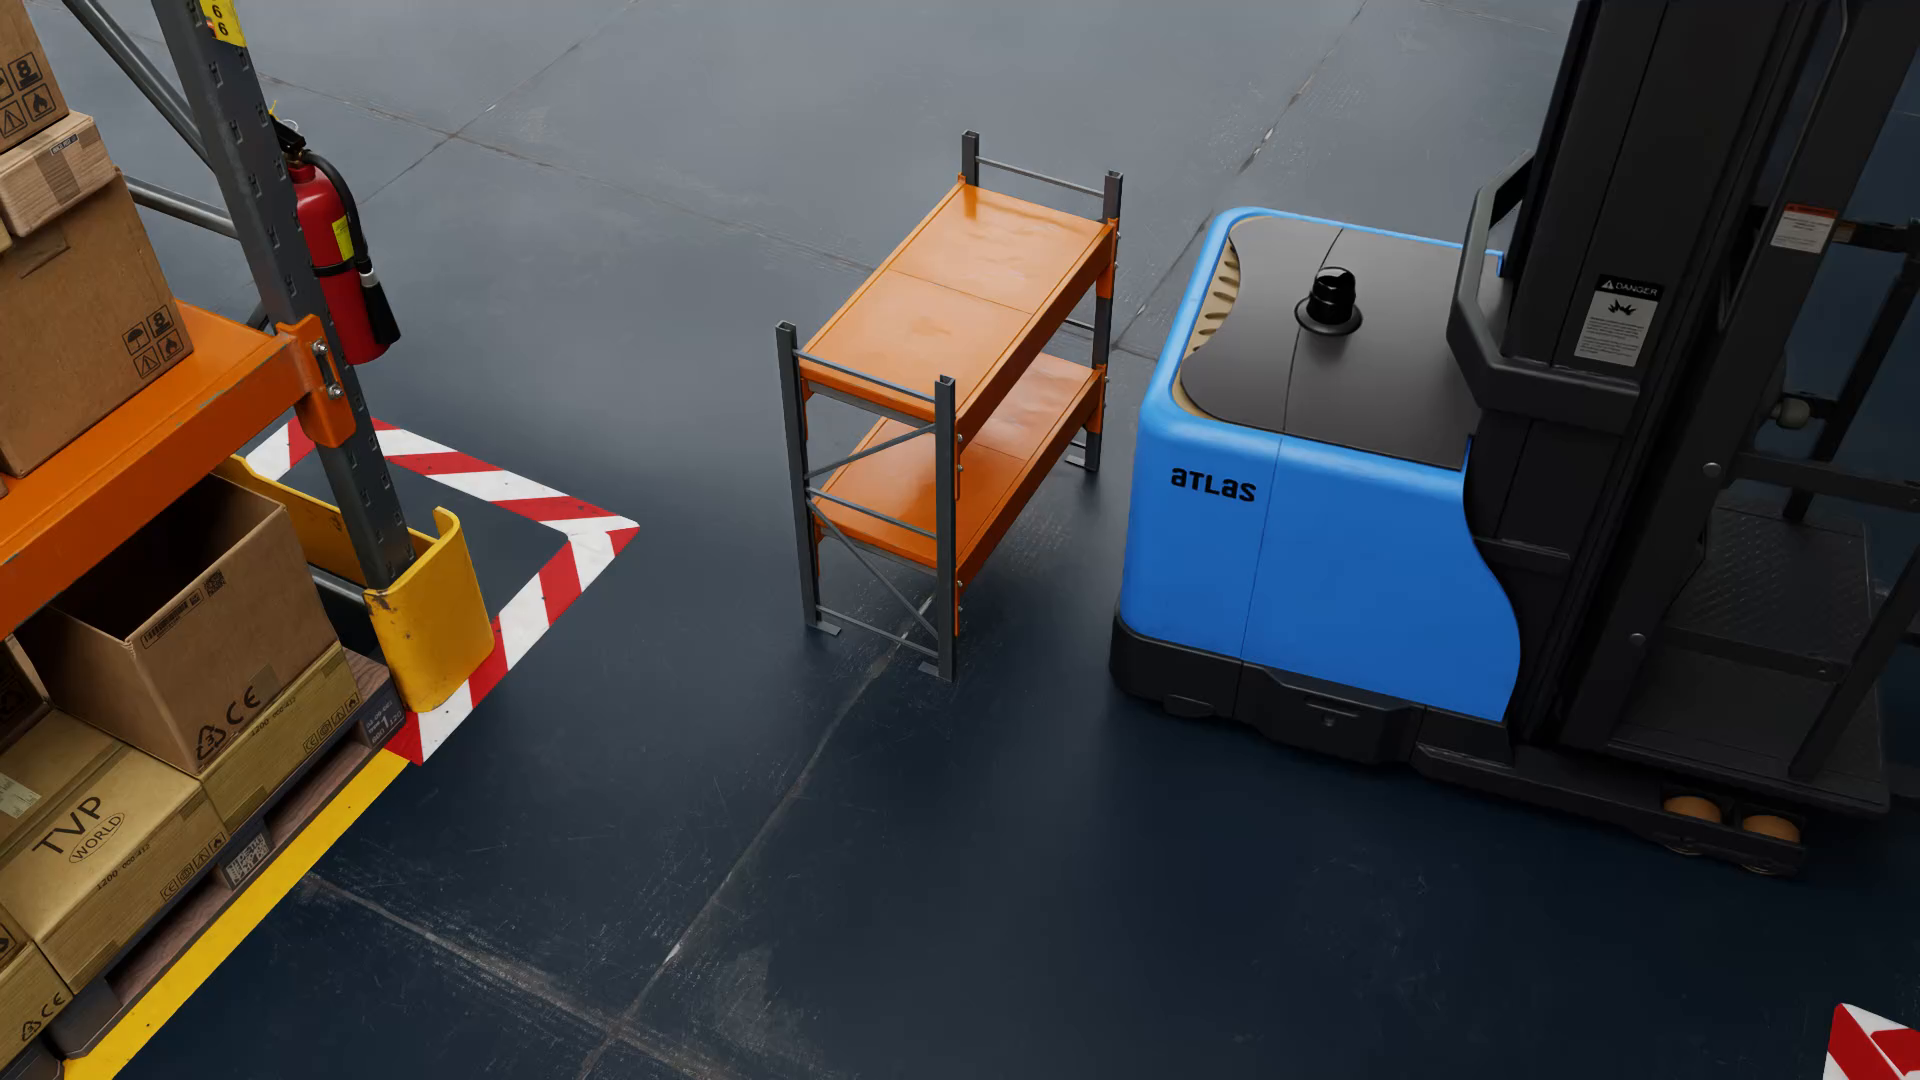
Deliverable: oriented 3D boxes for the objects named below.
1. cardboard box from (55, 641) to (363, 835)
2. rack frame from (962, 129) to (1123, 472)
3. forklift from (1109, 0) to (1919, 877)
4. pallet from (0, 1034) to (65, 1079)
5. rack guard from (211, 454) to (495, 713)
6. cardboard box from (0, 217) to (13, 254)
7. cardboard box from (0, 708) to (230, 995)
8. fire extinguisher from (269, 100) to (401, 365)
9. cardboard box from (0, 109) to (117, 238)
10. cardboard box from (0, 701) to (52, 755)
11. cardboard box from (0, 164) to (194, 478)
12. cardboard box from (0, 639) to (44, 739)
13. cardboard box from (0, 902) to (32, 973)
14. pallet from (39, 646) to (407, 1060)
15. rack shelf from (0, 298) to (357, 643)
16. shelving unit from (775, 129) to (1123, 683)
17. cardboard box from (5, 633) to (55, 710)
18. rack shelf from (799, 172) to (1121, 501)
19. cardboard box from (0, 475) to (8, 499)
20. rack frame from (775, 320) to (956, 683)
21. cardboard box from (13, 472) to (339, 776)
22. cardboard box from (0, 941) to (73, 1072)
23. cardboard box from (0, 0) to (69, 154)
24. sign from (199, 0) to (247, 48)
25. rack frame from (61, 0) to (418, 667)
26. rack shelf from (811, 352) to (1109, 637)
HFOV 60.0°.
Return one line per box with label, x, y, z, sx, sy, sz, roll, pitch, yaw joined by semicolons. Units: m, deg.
cardboard box;-1.954;0.426;4.358;0.500;0.250;0.500;20;49;19
rack frame;0.233;-0.711;5.162;0.500;1.125;0.032;20;49;19
forklift;2.004;-0.578;3.761;3.031;2.935;1.130;13;47;13
pallet;-2.852;1.413;3.705;1.003;0.211;1.213;20;49;19
rack guard;-1.956;0.035;4.864;1.175;0.500;0.348;20;49;19
cardboard box;-2.096;-0.623;3.230;0.380;0.149;0.250;22;49;20
cardboard box;-2.176;0.745;4.043;0.500;0.250;0.500;20;49;19
fire extinguisher;-1.501;-0.723;3.910;0.296;0.674;0.183;20;49;19
cardboard box;-1.976;-0.788;3.394;0.380;0.149;0.250;20;49;18
cardboard box;-2.642;0.571;4.215;0.500;0.250;0.500;20;49;19
cardboard box;-2.195;-0.574;3.638;0.700;0.500;0.500;20;49;19
cardboard box;-2.643;0.307;3.949;0.500;0.500;0.500;20;49;19
cardboard box;-2.404;0.798;3.463;0.500;0.500;0.500;20;49;19
pallet;-2.285;0.647;4.462;1.003;0.211;1.213;20;49;19
rack shelf;-2.895;0.684;2.971;1.077;0.370;4.000;20;49;19
shelving unit;-0.003;-0.391;4.846;0.538;1.125;1.048;20;49;19
cardboard box;-2.413;0.255;4.527;0.500;0.250;0.500;20;49;19
rack shelf;-0.003;-0.597;4.638;0.538;0.278;1.000;20;49;19
cardboard box;-2.435;-0.241;3.309;0.700;0.500;0.500;22;49;20
rack frame;-0.239;-0.071;4.529;0.500;1.125;0.032;20;49;19
cardboard box;-1.952;0.163;4.091;0.500;0.500;0.500;20;49;19
cardboard box;-2.406;1.060;3.731;0.500;0.250;0.500;20;49;19
cardboard box;-2.220;-0.997;3.144;0.700;0.500;0.500;21;49;19
sign;-1.493;-1.131;3.278;0.100;0.325;0.005;20;49;19
rack frame;-1.967;-0.829;3.960;1.000;3.000;0.127;20;49;19
rack shelf;-0.003;-0.219;5.020;0.538;0.278;1.000;20;49;19
